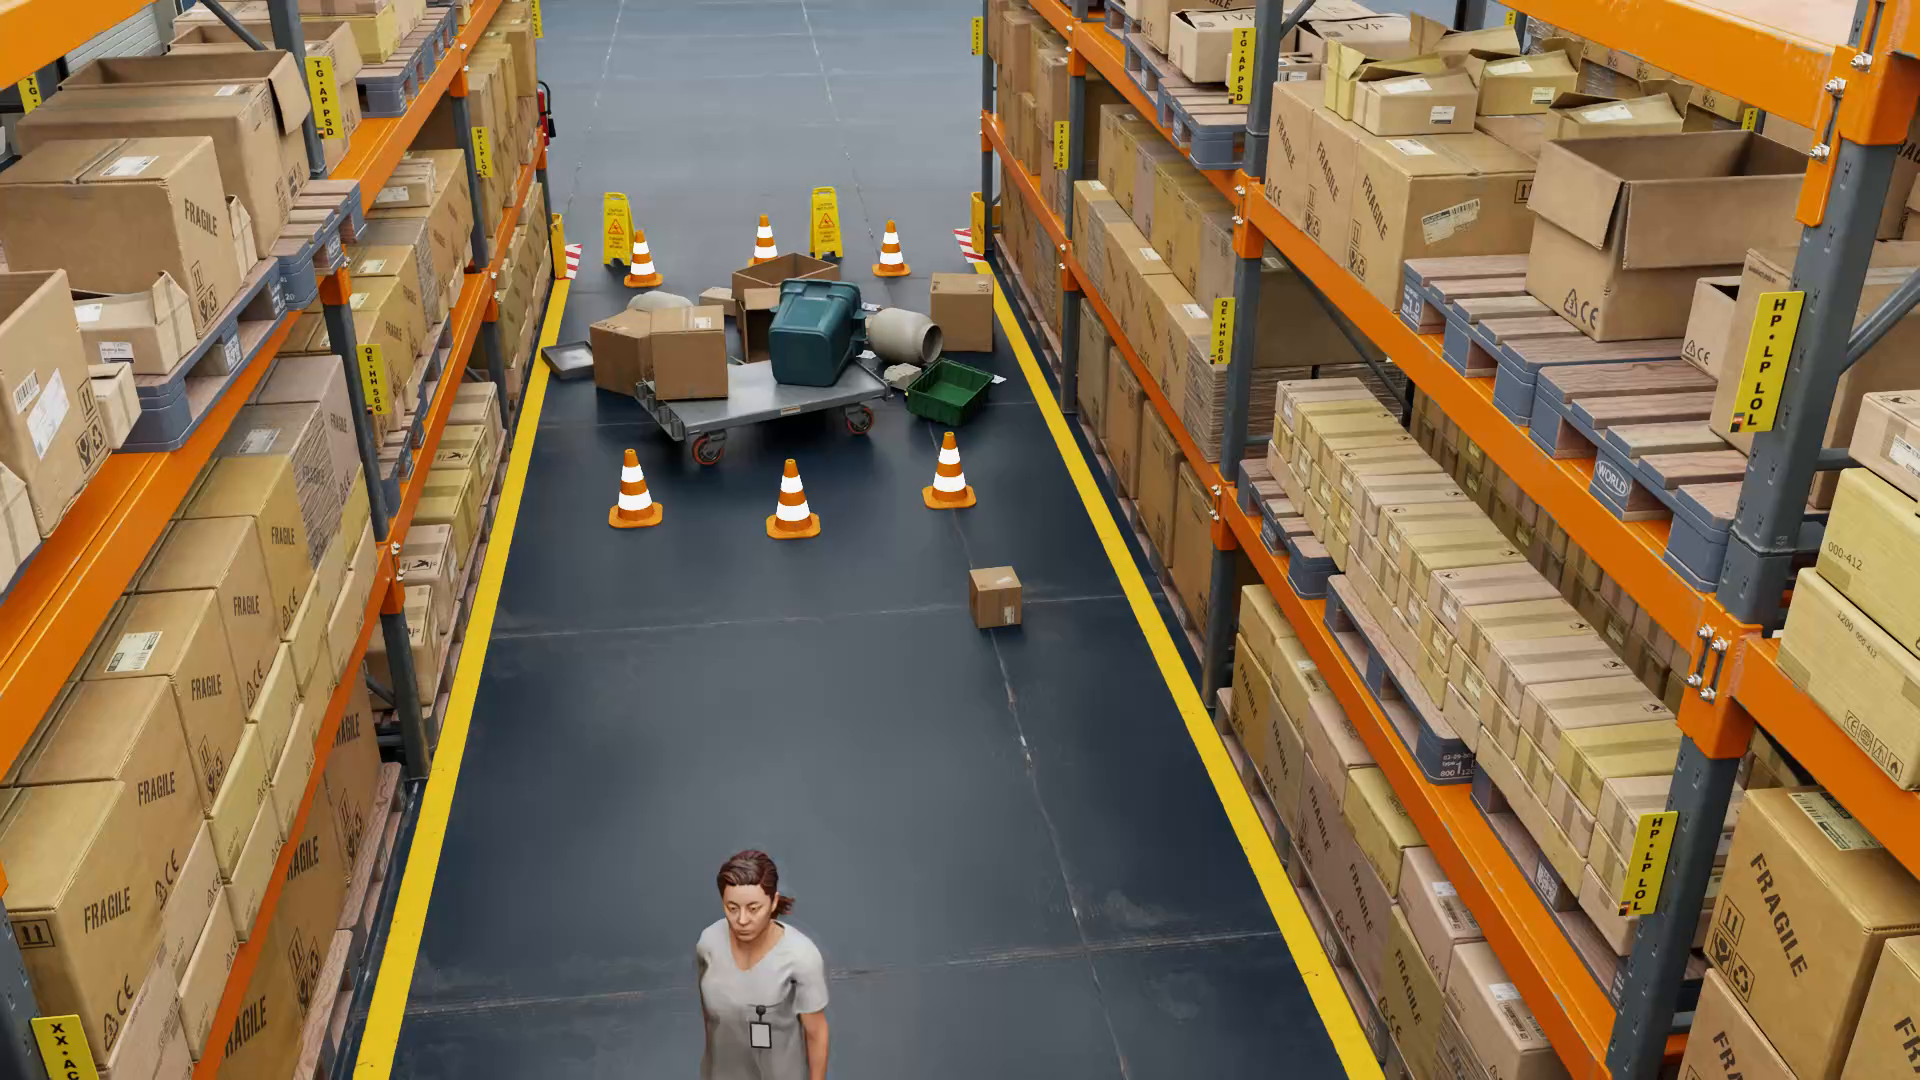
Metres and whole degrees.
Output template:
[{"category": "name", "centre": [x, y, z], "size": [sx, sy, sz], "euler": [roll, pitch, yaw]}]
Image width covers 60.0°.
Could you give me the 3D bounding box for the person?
[{"category": "person", "centre": [-0.626, 1.706, 5.311], "size": [0.457, 1.630, 0.949], "euler": [6, 28, 12]}]
